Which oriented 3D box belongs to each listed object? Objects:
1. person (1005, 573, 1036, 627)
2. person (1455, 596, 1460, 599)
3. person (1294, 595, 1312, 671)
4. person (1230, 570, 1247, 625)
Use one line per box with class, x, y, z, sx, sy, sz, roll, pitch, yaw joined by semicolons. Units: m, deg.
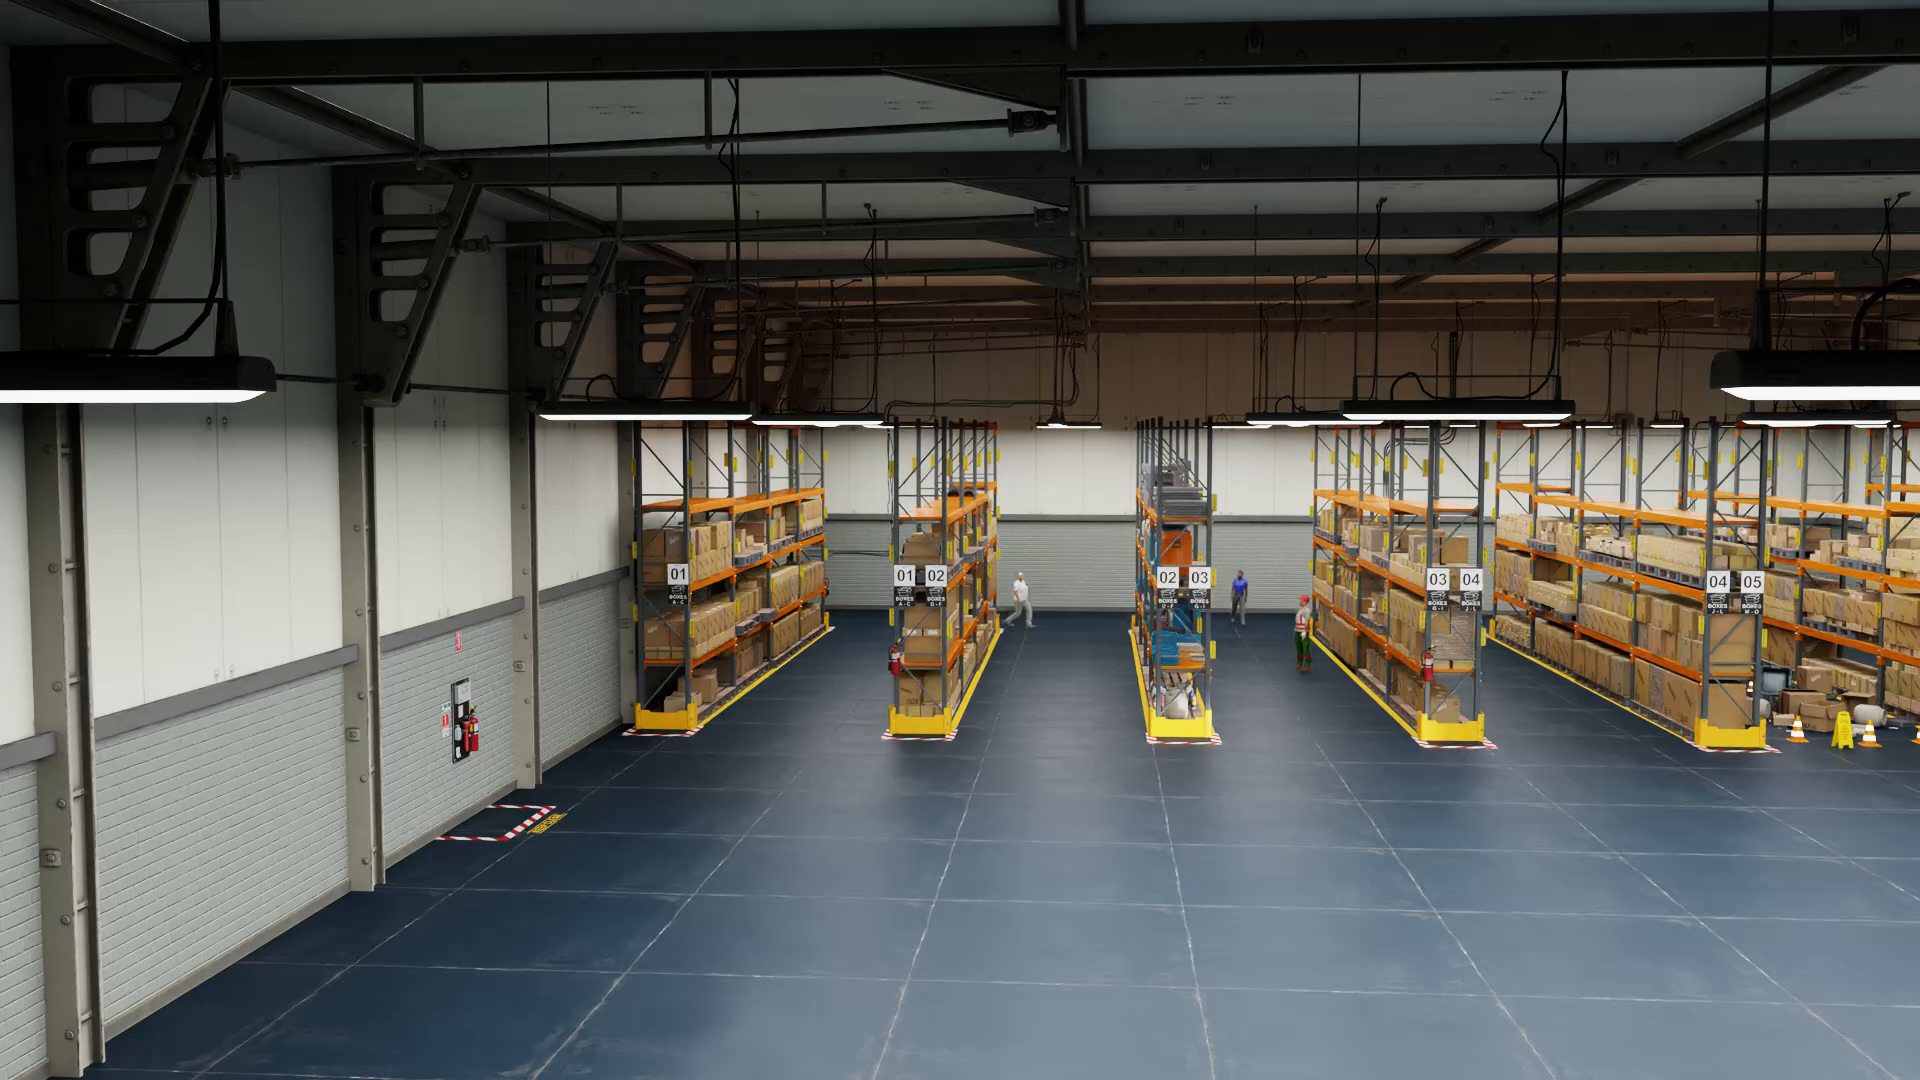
person;1.752;1.747;48.402;0.878;1.600;0.602;2;4;26
person;14.293;1.788;47.481;0.558;1.651;0.531;0;4;1
person;8.222;2.216;39.952;0.417;1.794;0.559;-2;4;-29
person;8.239;1.696;49.157;0.529;1.606;0.999;0;4;-4
